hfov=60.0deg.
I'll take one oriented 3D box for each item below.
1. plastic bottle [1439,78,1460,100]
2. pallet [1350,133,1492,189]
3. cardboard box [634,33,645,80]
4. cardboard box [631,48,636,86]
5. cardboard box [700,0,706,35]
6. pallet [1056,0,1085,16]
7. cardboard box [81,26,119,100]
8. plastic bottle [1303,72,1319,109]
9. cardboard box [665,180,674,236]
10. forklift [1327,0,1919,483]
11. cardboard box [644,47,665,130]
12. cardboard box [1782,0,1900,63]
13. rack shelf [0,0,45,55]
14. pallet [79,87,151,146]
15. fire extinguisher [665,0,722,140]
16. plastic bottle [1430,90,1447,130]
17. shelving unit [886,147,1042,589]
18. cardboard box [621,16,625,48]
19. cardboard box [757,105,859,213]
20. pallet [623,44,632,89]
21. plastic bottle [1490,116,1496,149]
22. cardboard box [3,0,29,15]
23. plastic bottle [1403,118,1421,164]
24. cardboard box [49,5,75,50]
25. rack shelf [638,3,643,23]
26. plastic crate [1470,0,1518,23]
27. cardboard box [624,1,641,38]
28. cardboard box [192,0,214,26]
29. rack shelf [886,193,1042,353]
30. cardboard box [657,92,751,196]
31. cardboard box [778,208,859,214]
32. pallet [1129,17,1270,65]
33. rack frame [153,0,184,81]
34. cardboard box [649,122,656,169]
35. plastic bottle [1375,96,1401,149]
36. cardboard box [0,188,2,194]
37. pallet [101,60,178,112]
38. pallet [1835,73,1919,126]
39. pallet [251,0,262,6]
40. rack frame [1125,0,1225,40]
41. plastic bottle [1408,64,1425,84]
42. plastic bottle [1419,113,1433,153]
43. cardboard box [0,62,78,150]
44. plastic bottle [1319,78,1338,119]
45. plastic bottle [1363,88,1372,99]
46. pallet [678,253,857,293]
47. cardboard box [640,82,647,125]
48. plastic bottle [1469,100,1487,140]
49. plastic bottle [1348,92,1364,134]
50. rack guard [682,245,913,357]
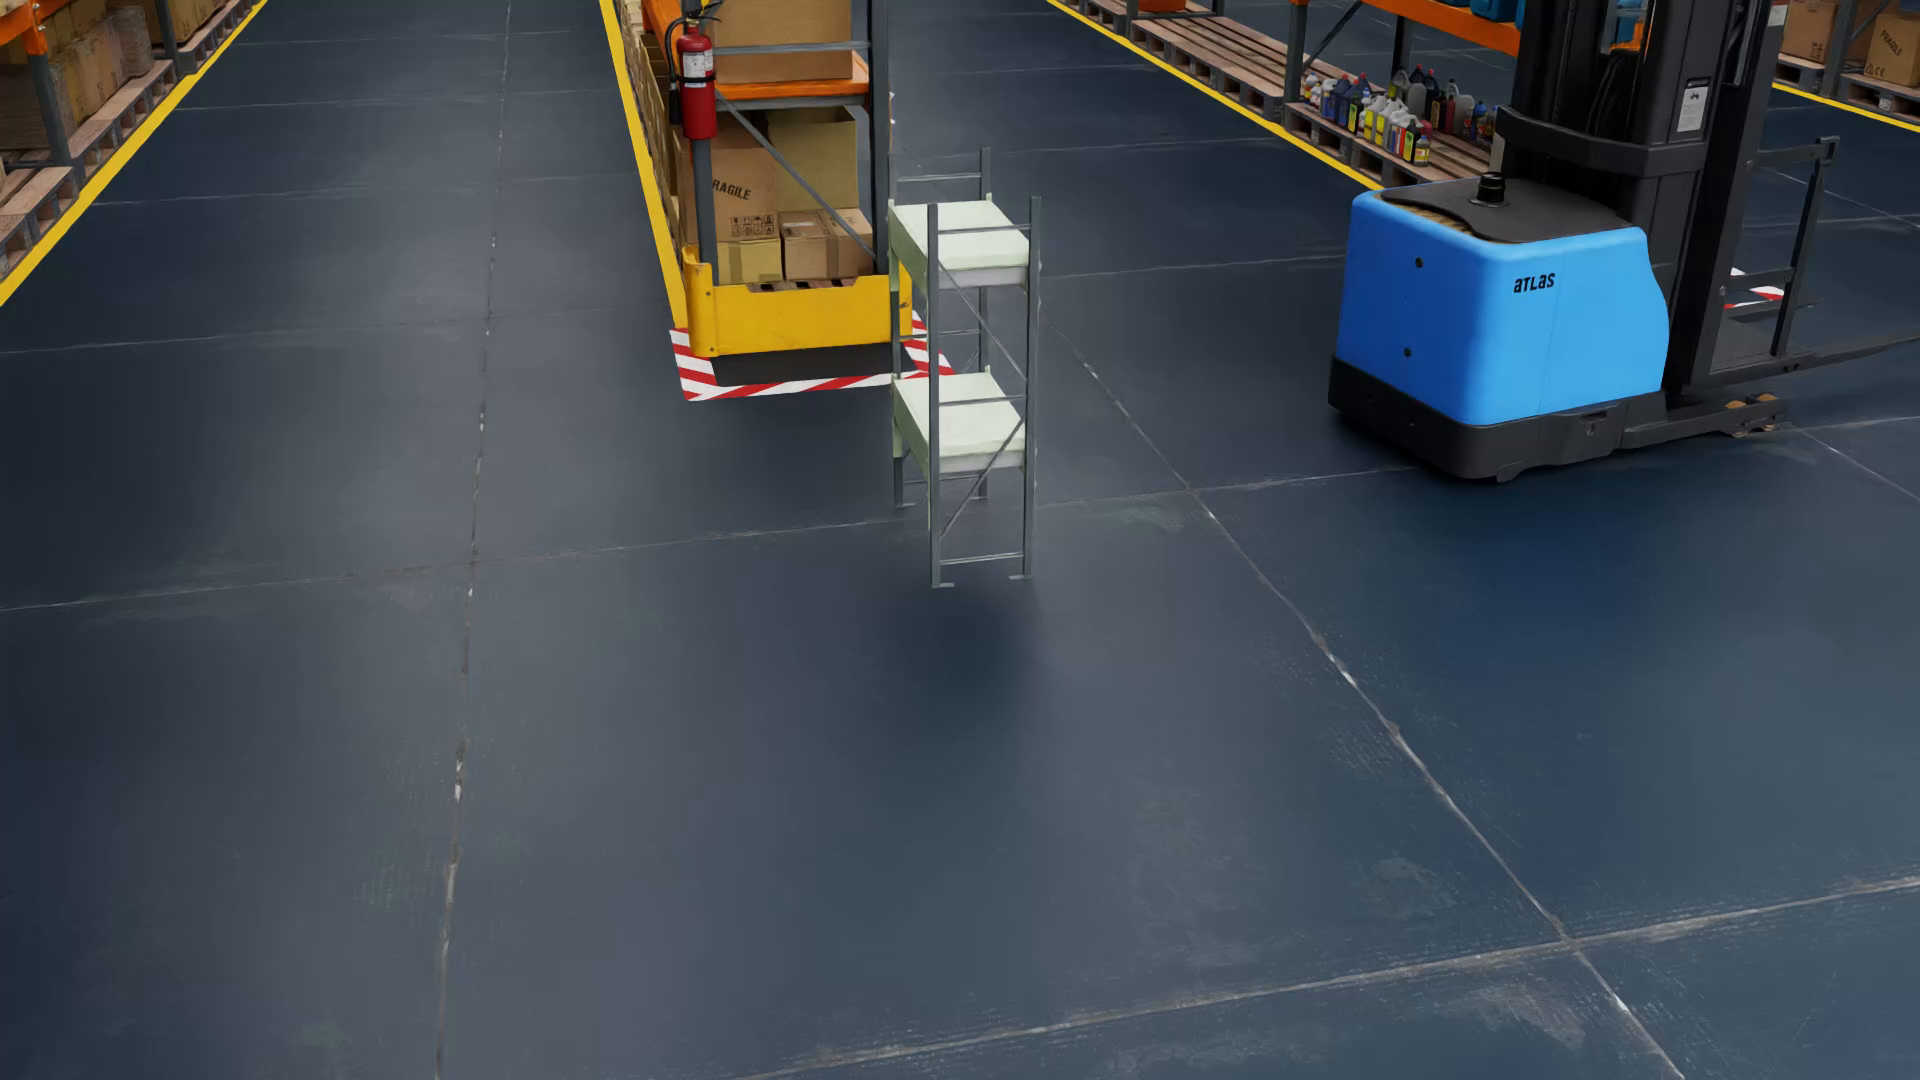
[{"bbox_3d":[3.613,-3.218,12.248,0.144,0.351,0.185,-6,27,-12],"label":"plastic bottle"},{"bbox_3d":[3.460,-2.603,11.673,1.003,0.211,1.213,-6,27,-12],"label":"pallet"},{"bbox_3d":[-2.250,-3.769,12.851,0.500,0.311,0.500,-5,27,-10],"label":"cardboard box"},{"bbox_3d":[-2.473,-3.965,13.862,0.500,0.250,0.500,-5,27,-11],"label":"cardboard box"},{"bbox_3d":[-1.070,-2.907,9.070,0.700,0.500,0.500,-5,27,-10],"label":"cardboard box"},{"bbox_3d":[1.680,-6.071,18.544,1.003,0.211,1.213,-6,27,-12],"label":"pallet"},{"bbox_3d":[-7.127,-3.750,13.137,0.700,0.500,0.500,-6,27,-12],"label":"cardboard box"},{"bbox_3d":[2.716,-3.478,12.851,0.097,0.271,0.097,0,27,0],"label":"plastic bottle"},{"bbox_3d":[-1.502,-2.029,10.027,0.500,0.250,0.500,-6,27,-12],"label":"cardboard box"},{"bbox_3d":[3.303,-1.987,7.435,3.031,2.935,1.130,-12,29,-22],"label":"forklift"},{"bbox_3d":[-1.836,-3.023,11.163,0.500,0.500,0.500,-6,27,-12],"label":"cardboard box"},{"bbox_3d":[7.779,-4.539,14.699,0.700,0.500,0.500,-8,28,-16],"label":"cardboard box"},{"bbox_3d":[-6.131,-2.478,9.130,1.077,0.370,4.000,-6,27,-12],"label":"rack shelf"},{"bbox_3d":[-7.037,-3.311,13.076,1.003,0.211,1.213,-6,27,-12],"label":"pallet"},{"bbox_3d":[-1.280,-2.293,8.049,0.296,0.674,0.183,-6,27,-12],"label":"fire extinguisher"},{"bbox_3d":[3.519,-3.166,12.220,0.061,0.283,0.133,-6,27,-12],"label":"plastic bottle"},{"bbox_3d":[0.002,-0.667,6.406,0.431,1.500,0.755,-6,27,-12],"label":"shelving unit"},{"bbox_3d":[-2.826,-4.638,15.196,0.500,0.250,0.500,-6,27,-12],"label":"cardboard box"},{"bbox_3d":[-0.873,-2.198,9.530,0.500,0.500,0.500,-6,27,-12],"label":"cardboard box"},{"bbox_3d":[-2.510,-4.328,15.091,1.003,0.211,1.213,-6,27,-12],"label":"pallet"},{"bbox_3d":[3.790,-2.884,11.675,0.097,0.271,0.097,0,27,0],"label":"plastic bottle"},{"bbox_3d":[-6.179,-3.442,10.386,0.500,0.250,0.500,-6,27,-11],"label":"cardboard box"},{"bbox_3d":[3.087,-2.723,11.341,0.061,0.283,0.133,-5,27,-10],"label":"plastic bottle"},{"bbox_3d":[-6.987,-3.835,12.473,0.500,0.250,0.500,-7,28,-13],"label":"cardboard box"},{"bbox_3d":[-2.207,-4.739,13.609,1.077,0.370,4.000,-6,27,-12],"label":"rack shelf"},{"bbox_3d":[3.427,-3.336,10.196,0.499,0.251,0.408,-6,27,-12],"label":"plastic crate"},{"bbox_3d":[-2.586,-4.435,14.171,0.500,0.311,0.500,-7,28,-13],"label":"cardboard box"},{"bbox_3d":[-7.712,-5.383,16.005,0.750,0.750,0.750,-6,27,-12],"label":"cardboard box"},{"bbox_3d":[0.002,-1.015,6.230,0.431,0.370,0.720,-6,27,-12],"label":"rack shelf"},{"bbox_3d":[-1.505,-2.364,9.857,0.500,0.500,0.500,-6,27,-12],"label":"cardboard box"},{"bbox_3d":[-0.875,-1.863,9.698,0.500,0.250,0.500,-6,27,-12],"label":"cardboard box"},{"bbox_3d":[2.306,-4.851,16.126,1.003,0.211,1.213,-6,27,-12],"label":"pallet"},{"bbox_3d":[-7.483,-5.434,14.186,1.000,3.000,0.127,-6,27,-12],"label":"rack frame"},{"bbox_3d":[-1.839,-2.688,11.332,0.500,0.250,0.500,-6,27,-12],"label":"cardboard box"},{"bbox_3d":[3.029,-2.950,11.717,0.144,0.351,0.185,-5,27,-9],"label":"plastic bottle"},{"bbox_3d":[-6.309,-2.307,10.277,0.500,0.500,0.500,-8,28,-15],"label":"cardboard box"},{"bbox_3d":[-7.308,-3.846,14.135,1.003,0.211,1.213,-6,27,-12],"label":"pallet"},{"bbox_3d":[8.082,-3.650,13.748,1.003,0.211,1.213,-6,27,-12],"label":"pallet"},{"bbox_3d":[-8.479,-6.287,18.971,1.003,0.211,1.213,-6,27,-12],"label":"pallet"},{"bbox_3d":[2.169,-6.440,16.179,1.000,3.000,0.127,-6,27,-12],"label":"rack frame"},{"bbox_3d":[3.497,-3.444,12.696,0.144,0.351,0.185,-7,28,-13],"label":"plastic bottle"},{"bbox_3d":[3.205,-2.798,11.490,0.061,0.283,0.133,-6,27,-12],"label":"plastic bottle"},{"bbox_3d":[-6.763,-3.080,11.808,0.700,0.500,0.500,-5,27,-10],"label":"cardboard box"},{"bbox_3d":[2.815,-3.341,12.574,0.152,0.276,0.135,-5,27,-10],"label":"plastic bottle"},{"bbox_3d":[2.999,-3.214,12.329,0.097,0.271,0.097,0,27,0],"label":"plastic bottle"},{"bbox_3d":[-1.068,-1.513,9.513,1.003,0.211,1.213,-6,27,-12],"label":"pallet"},{"bbox_3d":[-2.132,-3.295,12.534,0.500,0.250,0.500,-6,27,-12],"label":"cardboard box"},{"bbox_3d":[3.722,-3.017,11.938,0.097,0.271,0.097,0,27,0],"label":"plastic bottle"},{"bbox_3d":[2.888,-3.111,12.112,0.061,0.283,0.133,-5,27,-9],"label":"plastic bottle"},{"bbox_3d":[-0.849,-1.300,8.770,1.175,0.500,0.348,-6,27,-12],"label":"rack guard"}]
